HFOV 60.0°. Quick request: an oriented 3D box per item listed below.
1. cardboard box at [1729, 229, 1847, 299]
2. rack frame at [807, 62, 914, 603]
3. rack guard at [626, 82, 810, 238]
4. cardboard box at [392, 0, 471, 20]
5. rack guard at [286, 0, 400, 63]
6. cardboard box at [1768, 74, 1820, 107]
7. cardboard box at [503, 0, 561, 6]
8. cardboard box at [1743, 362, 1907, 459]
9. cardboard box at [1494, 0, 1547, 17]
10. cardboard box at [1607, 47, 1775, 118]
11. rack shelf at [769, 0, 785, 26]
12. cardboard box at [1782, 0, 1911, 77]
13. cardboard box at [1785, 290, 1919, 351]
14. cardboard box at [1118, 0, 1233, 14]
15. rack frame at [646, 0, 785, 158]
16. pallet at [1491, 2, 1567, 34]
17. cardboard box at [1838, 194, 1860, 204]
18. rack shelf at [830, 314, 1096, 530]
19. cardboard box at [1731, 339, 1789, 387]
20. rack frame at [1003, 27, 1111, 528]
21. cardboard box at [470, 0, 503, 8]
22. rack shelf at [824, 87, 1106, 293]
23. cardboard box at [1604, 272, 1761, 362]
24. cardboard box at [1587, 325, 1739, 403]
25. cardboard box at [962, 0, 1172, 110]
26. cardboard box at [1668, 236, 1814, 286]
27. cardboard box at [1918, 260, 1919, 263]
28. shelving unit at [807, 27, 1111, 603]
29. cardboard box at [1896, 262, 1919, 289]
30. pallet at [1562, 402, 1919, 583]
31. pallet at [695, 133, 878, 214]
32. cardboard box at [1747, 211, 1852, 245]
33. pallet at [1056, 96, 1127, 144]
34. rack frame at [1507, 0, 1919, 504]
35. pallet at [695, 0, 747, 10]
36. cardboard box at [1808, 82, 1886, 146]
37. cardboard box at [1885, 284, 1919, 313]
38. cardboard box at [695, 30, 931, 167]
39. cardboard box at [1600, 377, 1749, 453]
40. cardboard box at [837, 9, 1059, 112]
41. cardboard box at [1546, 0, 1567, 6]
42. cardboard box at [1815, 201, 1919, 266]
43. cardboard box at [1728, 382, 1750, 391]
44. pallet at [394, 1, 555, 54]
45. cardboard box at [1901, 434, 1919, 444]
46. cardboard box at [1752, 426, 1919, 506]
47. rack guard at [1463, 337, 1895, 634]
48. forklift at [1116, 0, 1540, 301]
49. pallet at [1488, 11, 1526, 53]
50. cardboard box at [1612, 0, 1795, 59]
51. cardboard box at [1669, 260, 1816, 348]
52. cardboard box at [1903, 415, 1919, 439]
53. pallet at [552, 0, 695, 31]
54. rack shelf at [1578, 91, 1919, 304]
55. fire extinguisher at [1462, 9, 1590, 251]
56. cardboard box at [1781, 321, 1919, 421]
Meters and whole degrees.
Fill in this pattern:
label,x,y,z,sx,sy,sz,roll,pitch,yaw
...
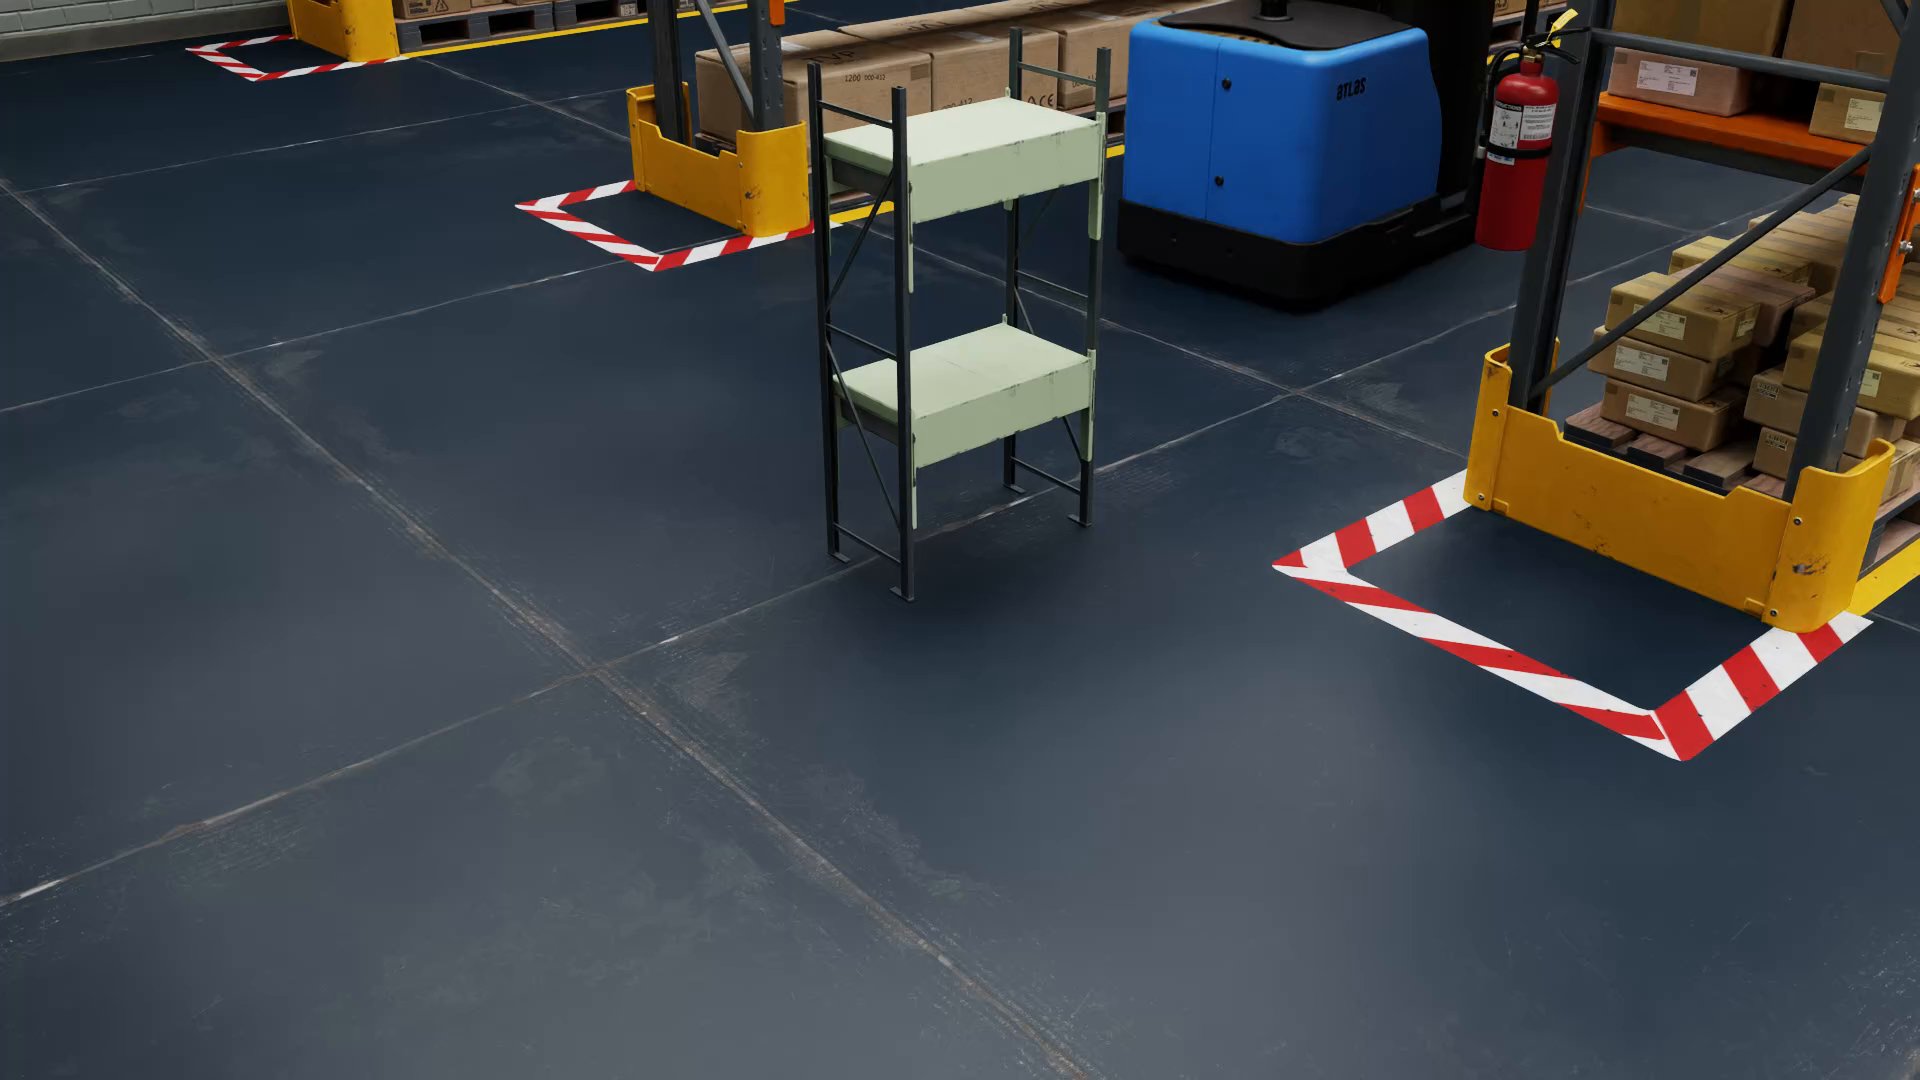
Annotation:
label,x,y,z,sx,sy,sz,roll,pitch,yaw
cardboard box,2.911,-0.962,5.816,0.250,0.149,0.380,-24,36,-37
rack frame,-0.273,-0.552,4.691,0.023,1.500,0.400,-22,35,-35
rack guard,-1.217,-1.916,8.305,0.348,0.500,1.175,-22,35,-35
cardboard box,-3.896,-4.042,11.833,0.637,0.503,0.797,-24,36,-37
rack guard,-4.365,-3.725,11.690,0.348,0.500,1.175,-22,35,-35
cardboard box,2.370,-1.435,5.018,0.250,0.149,0.380,-22,35,-35
cardboard box,-3.220,-4.288,12.297,0.500,0.500,0.700,-20,34,-33
cardboard box,2.657,-0.409,5.096,0.250,0.149,0.380,-20,34,-33
cardboard box,3.627,-4.268,11.863,0.875,0.875,0.875,-21,35,-34
cardboard box,2.156,-1.372,4.901,0.250,0.149,0.380,-22,35,-35
rack shelf,0.323,-3.320,9.044,4.000,0.370,1.077,-22,35,-35
cardboard box,2.612,-1.495,4.444,0.500,0.500,0.500,-20,34,-33
cardboard box,2.842,-0.638,5.209,0.250,0.149,0.380,-21,35,-34
cardboard box,1.297,-3.151,10.236,0.875,0.438,0.875,-22,35,-36
rack frame,-1.198,-3.026,7.729,0.127,3.000,1.000,-22,35,-35
pallet,4.239,-4.029,12.565,1.213,0.211,1.003,-22,35,-35
cardboard box,3.532,-1.196,6.253,0.250,0.149,0.380,-22,35,-35
rack shelf,0.005,-0.376,5.054,0.720,0.370,0.431,-22,35,-35
cardboard box,2.542,-0.665,5.576,0.250,0.149,0.380,-23,36,-36
rack frame,0.284,-0.775,5.110,0.023,1.500,0.400,-22,35,-35
cardboard box,-3.547,-4.001,12.134,0.250,0.149,0.380,-24,36,-37
rack shelf,0.005,-1.008,4.716,0.720,0.370,0.431,-22,35,-35
cardboard box,2.330,-0.725,5.372,0.250,0.149,0.380,-21,35,-34
cardboard box,2.308,-0.605,5.462,0.250,0.149,0.380,-23,36,-36
cardboard box,0.617,-2.877,9.724,0.875,0.438,0.875,-23,36,-36
cardboard box,2.673,-0.906,5.710,0.250,0.149,0.380,-23,36,-36
cardboard box,3.469,-0.856,5.617,0.250,0.149,0.380,-20,34,-33
shelving unit,0.005,-0.664,4.900,0.755,1.500,0.431,-22,35,-35
cardboard box,3.252,-0.775,5.465,0.250,0.149,0.380,-24,36,-37
pallet,2.790,-0.311,5.608,1.213,0.211,1.003,-22,35,-35
pallet,-0.641,-2.068,8.897,1.213,0.211,1.003,-22,35,-35
cardboard box,3.079,-1.064,6.007,0.250,0.149,0.380,-20,34,-33
pallet,0.287,-2.440,9.591,1.213,0.211,1.003,-22,35,-35
rack frame,2.091,-1.282,4.466,0.127,3.000,1.000,-22,35,-35
pallet,-1.903,-4.588,13.612,1.213,0.211,1.003,-22,35,-35
cardboard box,2.551,-1.152,4.491,0.250,0.149,0.380,-22,35,-35
cardboard box,3.117,-0.669,5.267,0.250,0.149,0.380,-22,35,-35
cardboard box,-0.761,-2.319,8.679,0.875,0.438,0.875,-23,36,-37
cardboard box,2.357,-0.445,5.480,0.250,0.149,0.380,-21,35,-34
cardboard box,-0.070,-2.602,9.208,0.875,0.438,0.875,-21,34,-34
cardboard box,4.308,-4.540,12.371,0.875,0.875,0.875,-22,35,-35
cardboard box,3.352,-1.105,6.084,0.250,0.149,0.380,-23,36,-36
cardboard box,2.486,-0.560,5.695,0.250,0.149,0.380,-21,34,-33
pallet,-3.759,-3.842,12.215,1.213,0.211,1.003,-22,35,-35
cardboard box,2.844,-0.364,5.329,0.250,0.149,0.380,-22,35,-35
cardboard box,2.698,-0.255,5.124,0.250,0.149,0.380,-21,35,-34
rack guard,2.149,-0.202,5.098,0.348,0.500,1.175,-22,35,-35
forklift,2.094,-2.905,7.576,1.130,2.935,3.031,24,36,38
pallet,3.311,-3.658,11.870,1.213,0.211,1.003,-22,35,-35
cardboard box,2.266,-1.687,4.802,0.500,0.500,0.500,-21,35,-34
cardboard box,2.558,-0.781,5.477,0.250,0.149,0.380,-21,35,-34
cardboard box,2.902,-0.472,5.215,0.250,0.149,0.380,-22,35,-35
pallet,-2.831,-4.213,12.910,1.213,0.211,1.003,-22,35,-35
rack shelf,3.613,-1.576,5.780,4.000,0.370,1.077,-22,35,-35
fire extinguisher,1.600,-1.172,4.737,0.183,0.674,0.296,-22,35,-35
cardboard box,2.711,-0.510,4.970,0.250,0.149,0.380,-24,36,-37
